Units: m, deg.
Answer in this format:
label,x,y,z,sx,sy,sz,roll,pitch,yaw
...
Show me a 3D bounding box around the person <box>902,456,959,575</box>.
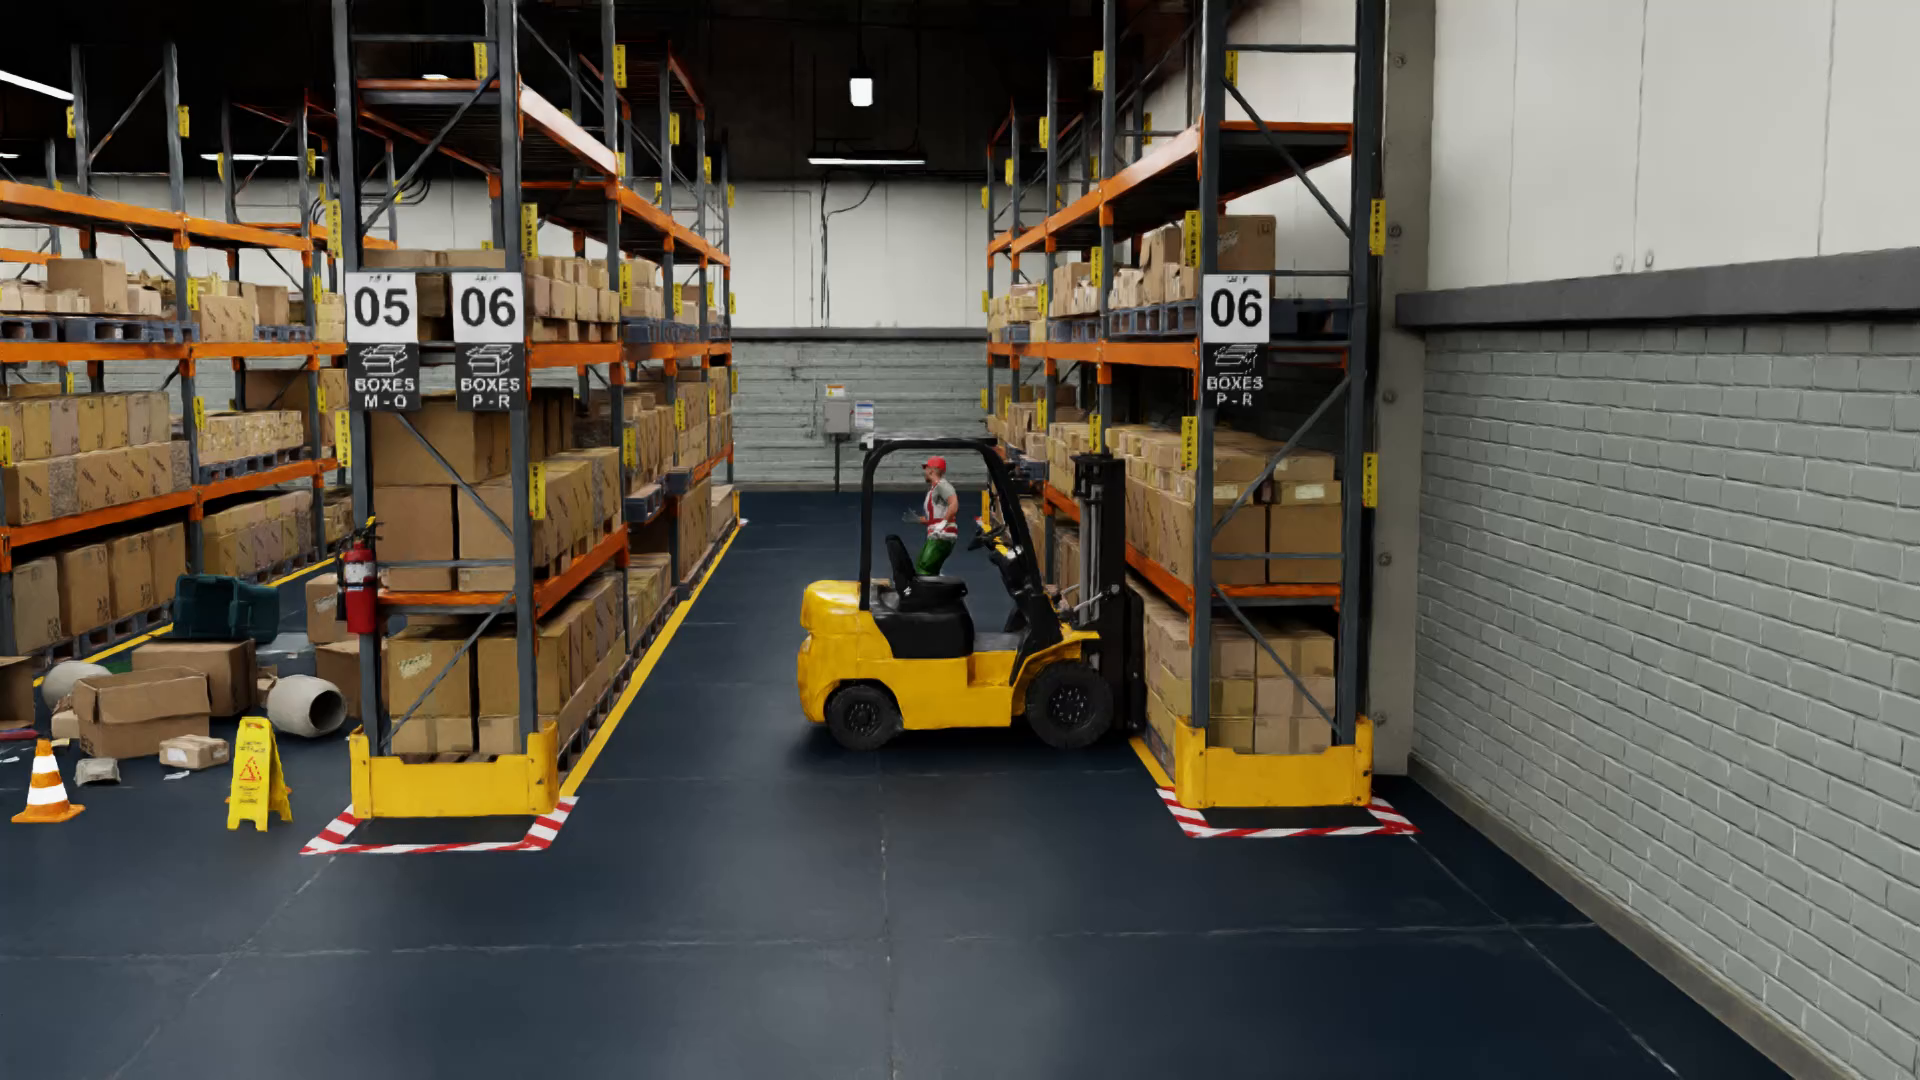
label,x,y,z,sx,sy,sz,roll,pitch,yaw
person,-0.292,0.011,16.596,0.565,1.662,0.922,-1,7,-5
